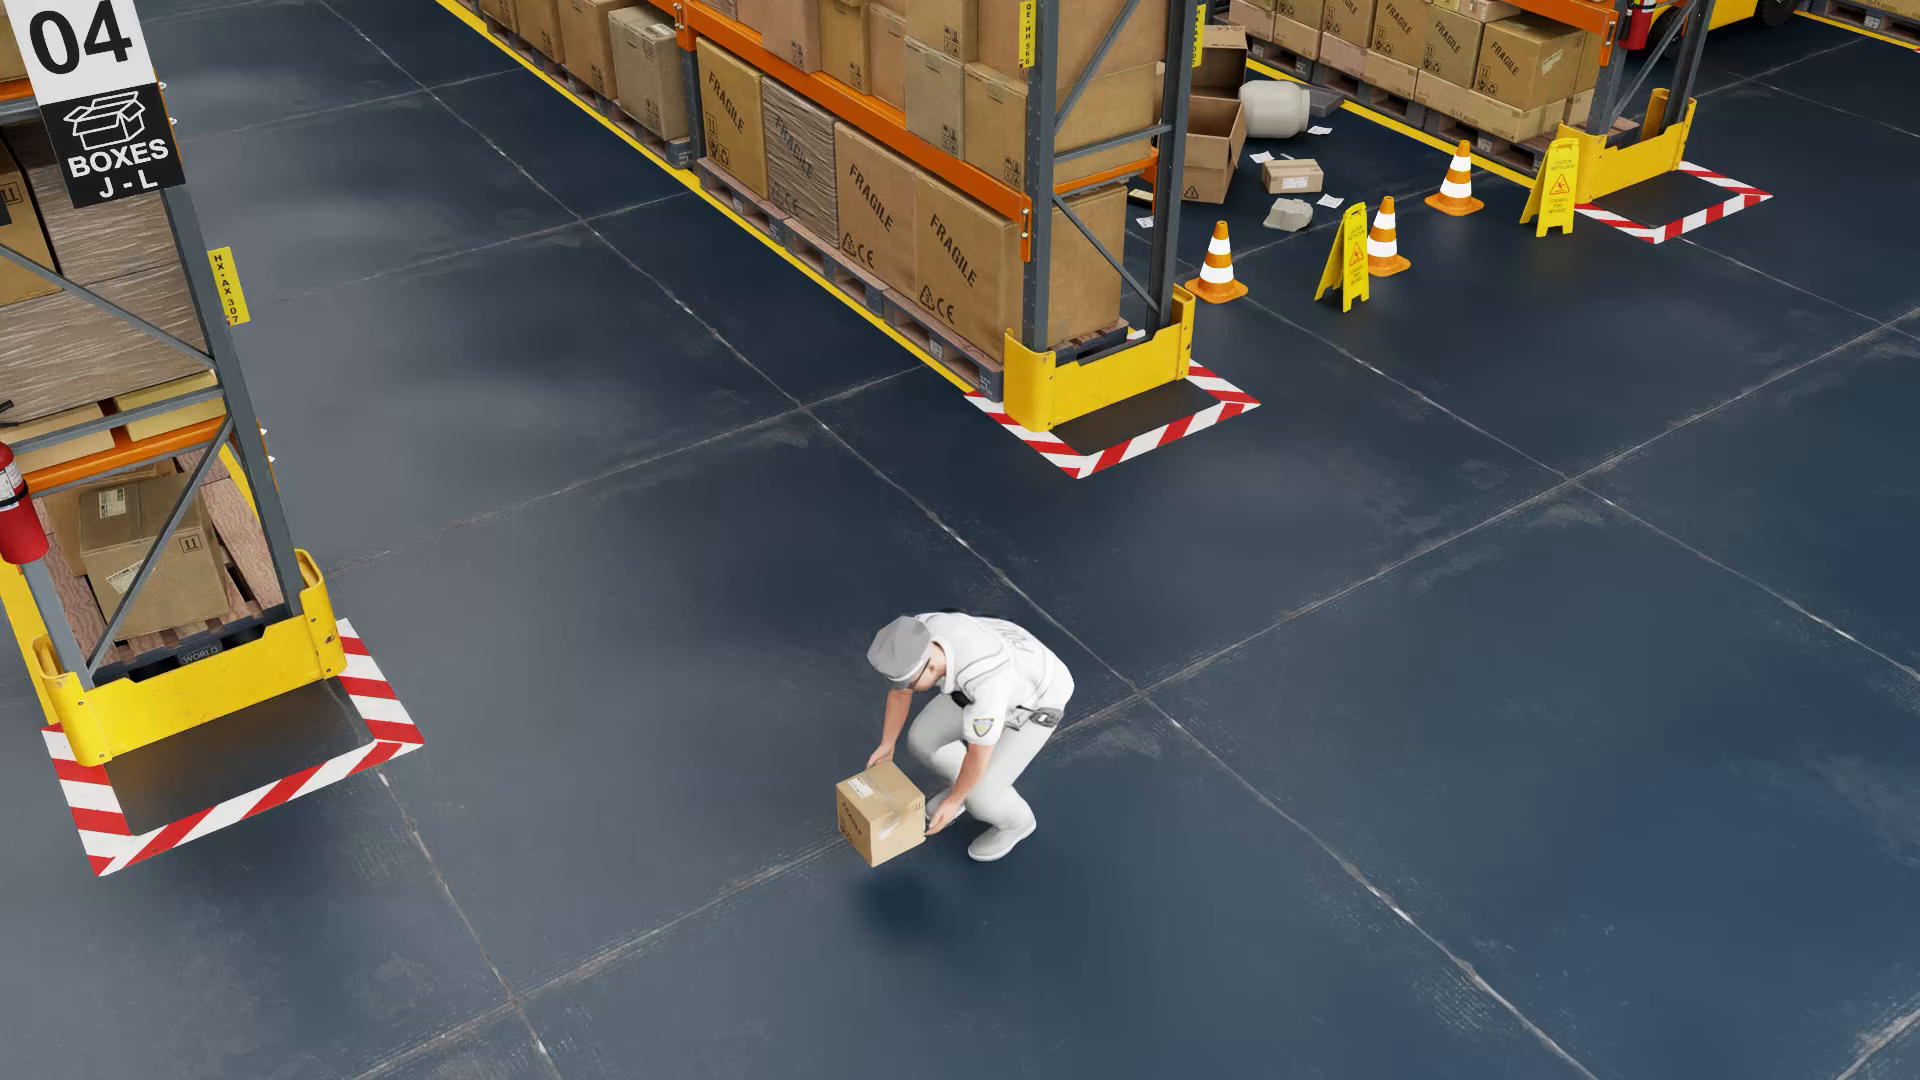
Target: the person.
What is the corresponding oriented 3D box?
[{"bbox_3d":[0.043,0.714,6.456,0.882,1.242,0.581,-23,42,-28],"label":"person"}]
